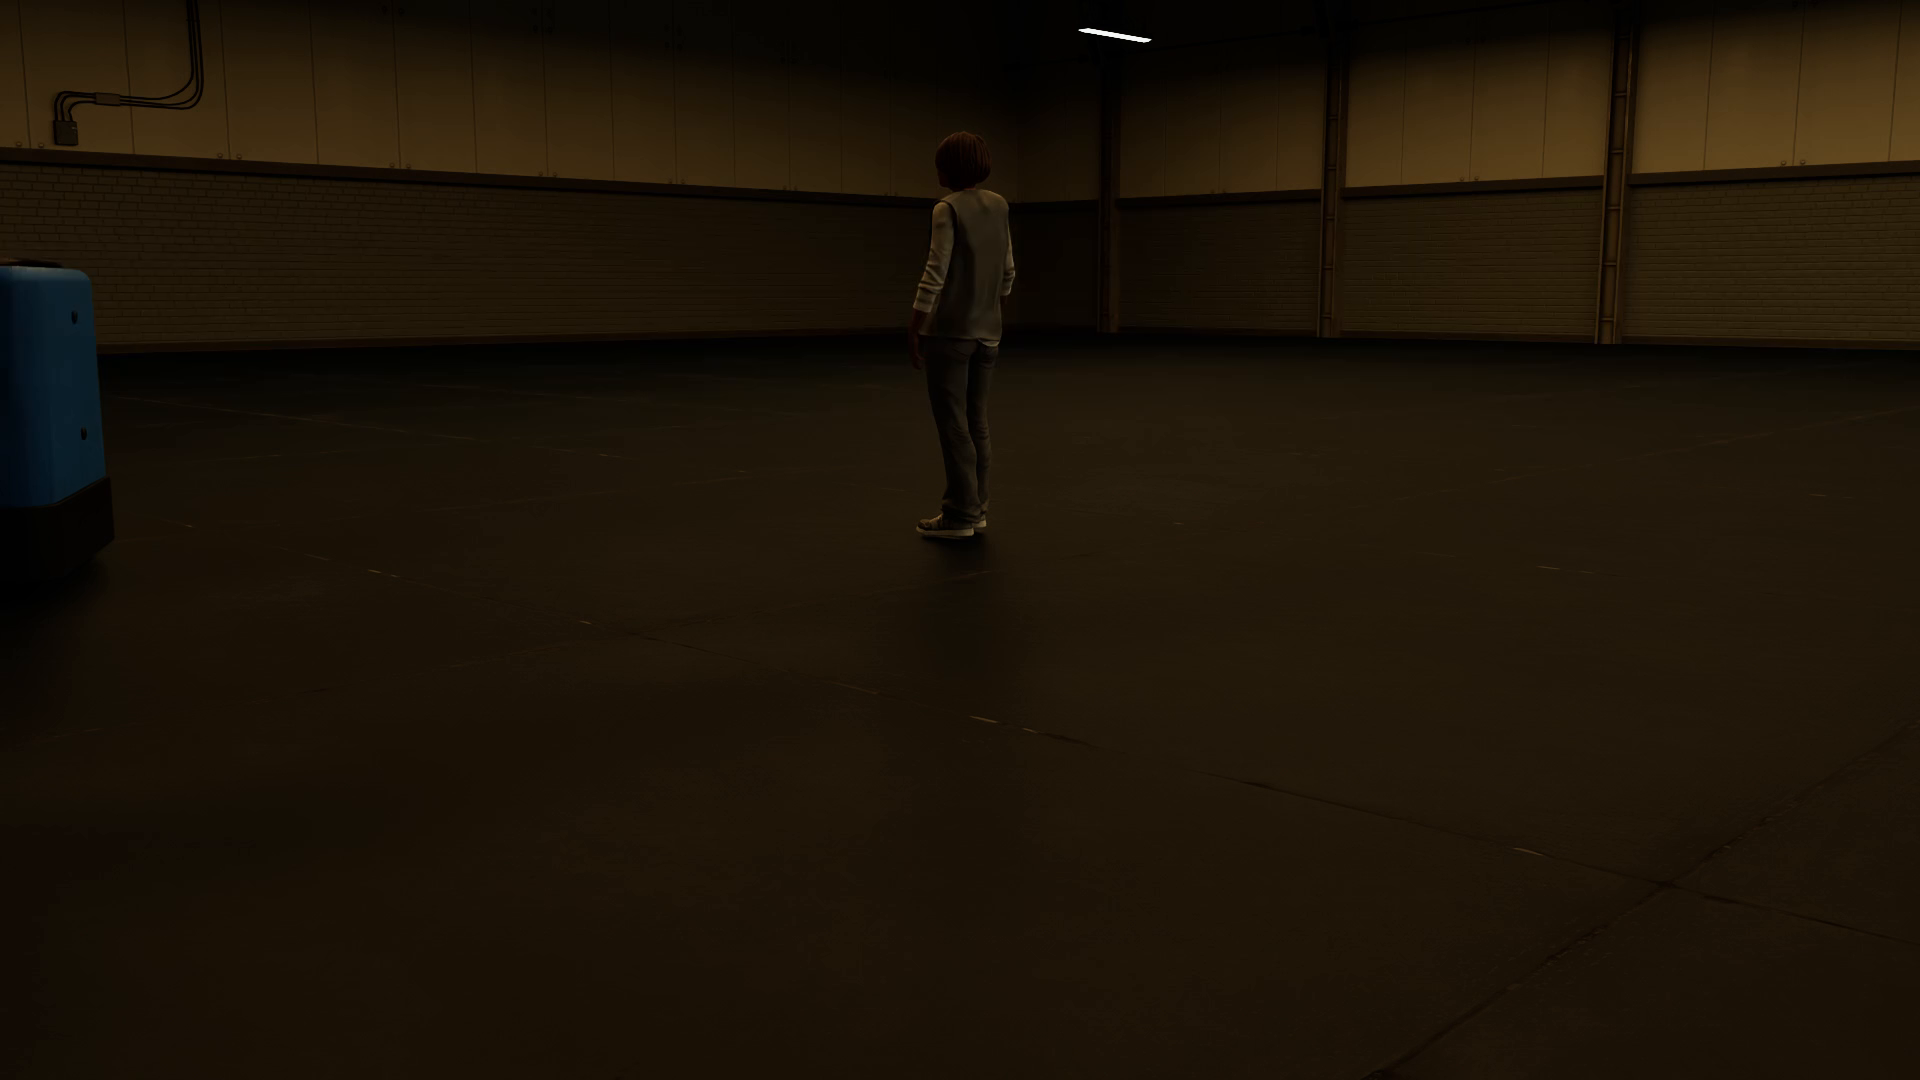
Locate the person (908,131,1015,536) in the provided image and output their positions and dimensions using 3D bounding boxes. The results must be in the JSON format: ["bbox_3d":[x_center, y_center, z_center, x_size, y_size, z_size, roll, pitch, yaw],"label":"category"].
[{"bbox_3d":[-0.044,-0.803,6.659,0.473,1.592,0.521,8,12,43],"label":"person"}]

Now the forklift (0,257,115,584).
[{"bbox_3d":[-4.503,-1.255,5.206,3.031,2.935,1.130,-3,9,-17],"label":"forklift"}]
